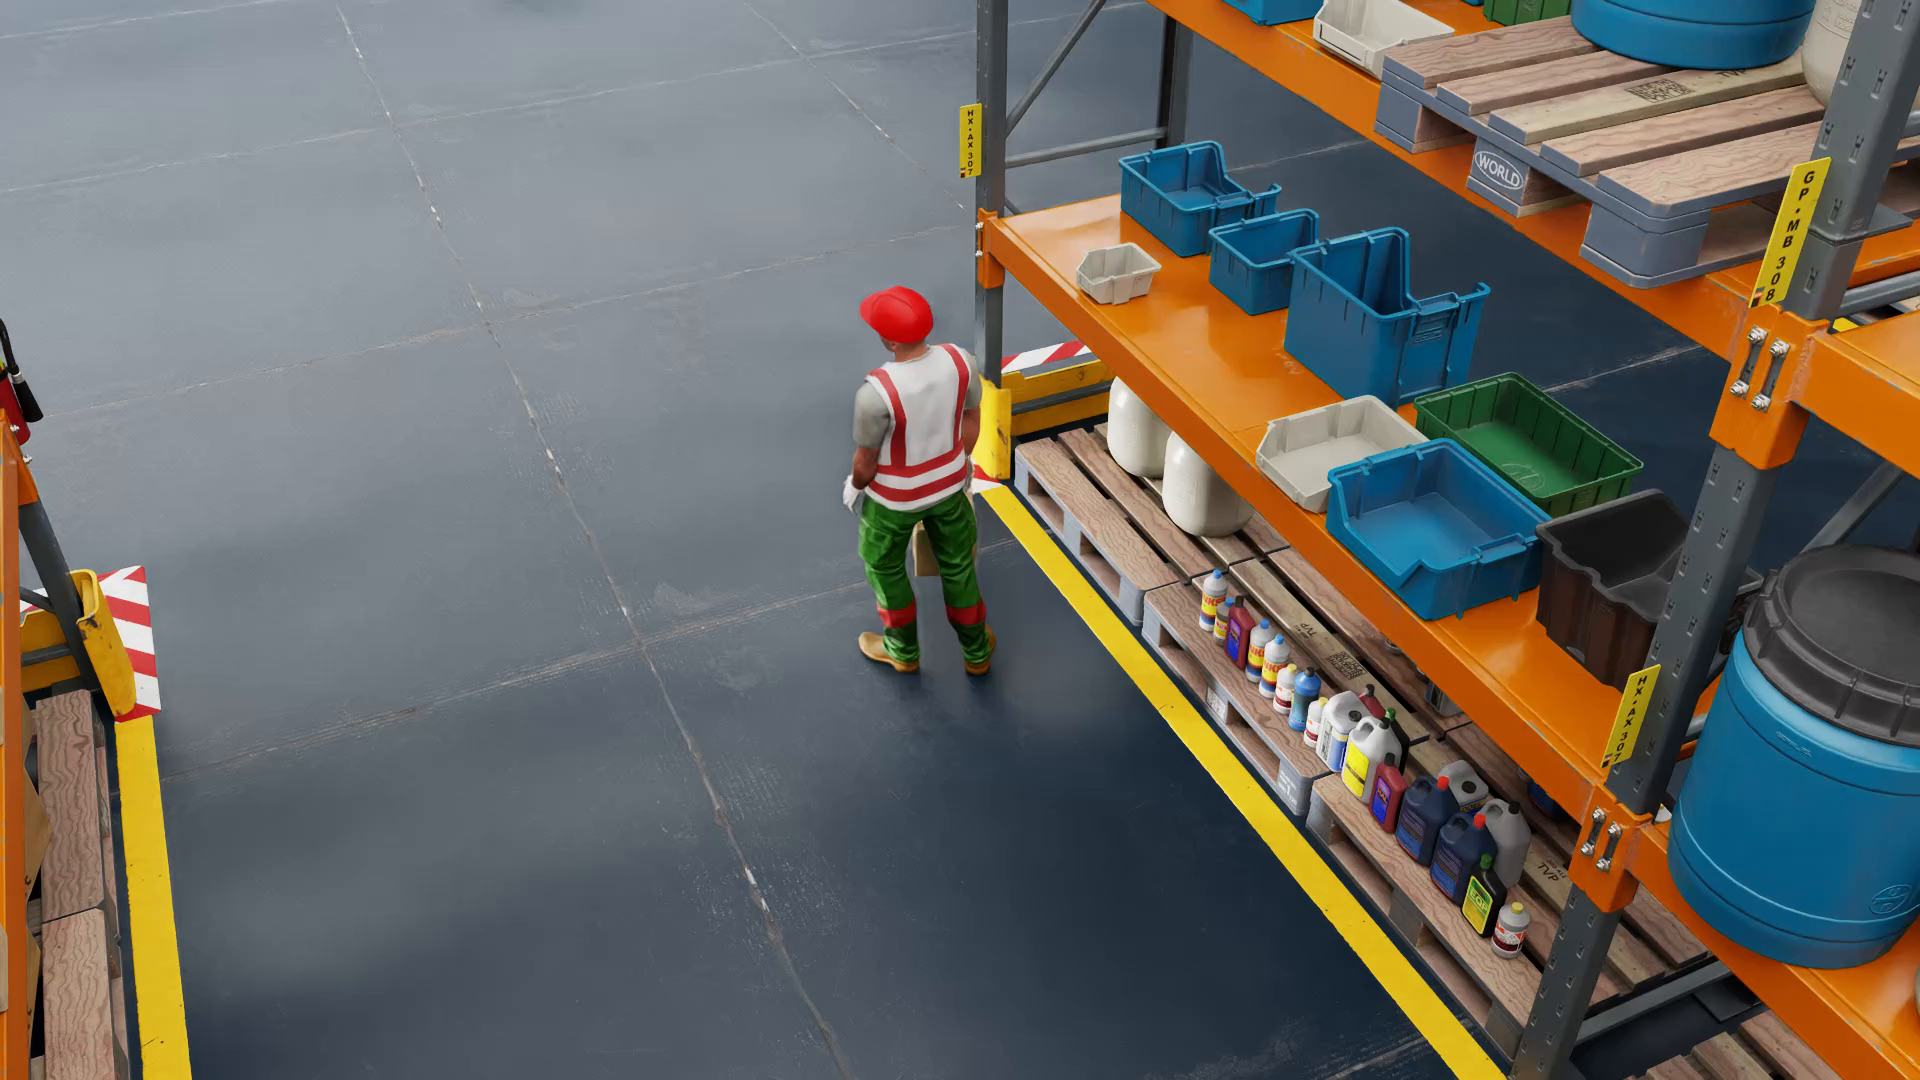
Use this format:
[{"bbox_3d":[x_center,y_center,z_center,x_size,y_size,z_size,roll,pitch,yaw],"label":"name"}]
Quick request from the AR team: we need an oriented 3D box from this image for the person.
[{"bbox_3d":[-0.145,-0.216,6.420,0.622,1.786,0.466,-20,41,-24],"label":"person"}]
